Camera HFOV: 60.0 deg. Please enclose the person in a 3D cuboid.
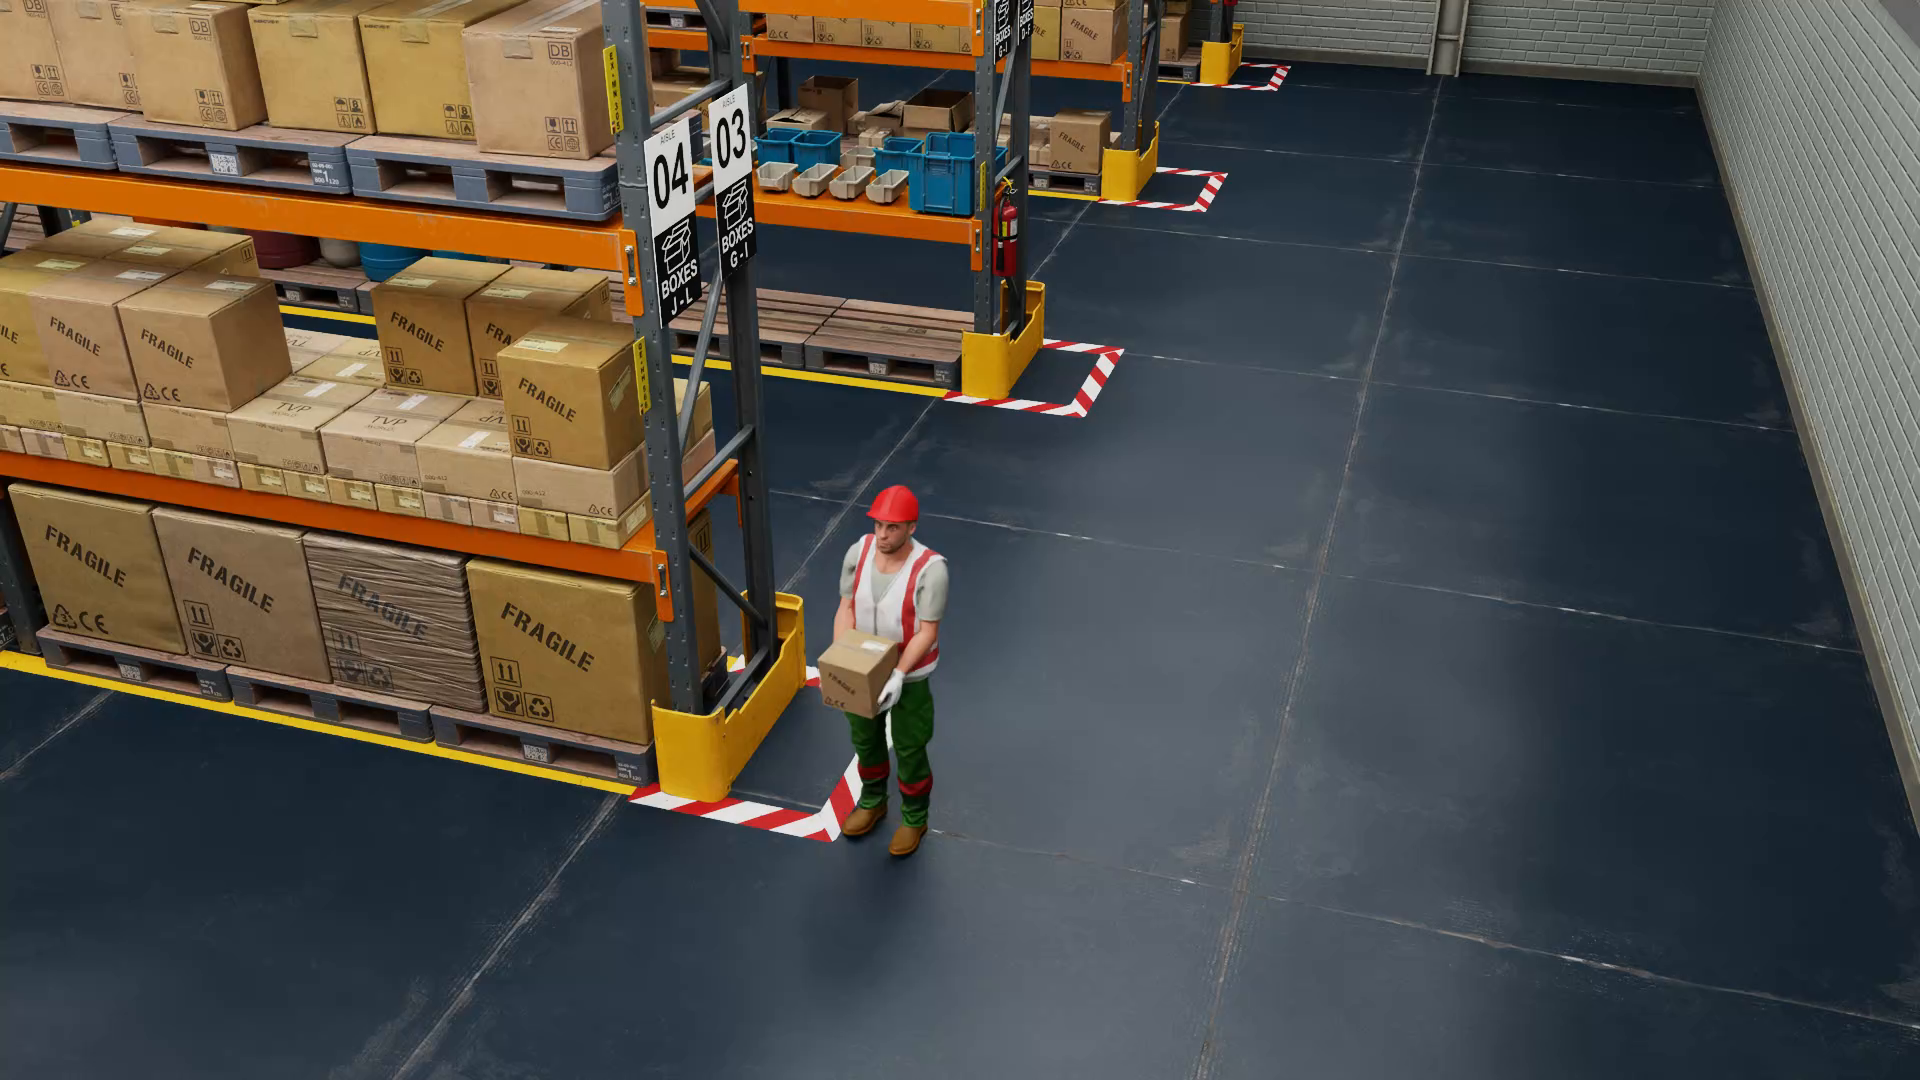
[{"bbox_3d":[-0.341,0.613,7.375,0.519,1.793,0.547,15,32,25],"label":"person"}]
